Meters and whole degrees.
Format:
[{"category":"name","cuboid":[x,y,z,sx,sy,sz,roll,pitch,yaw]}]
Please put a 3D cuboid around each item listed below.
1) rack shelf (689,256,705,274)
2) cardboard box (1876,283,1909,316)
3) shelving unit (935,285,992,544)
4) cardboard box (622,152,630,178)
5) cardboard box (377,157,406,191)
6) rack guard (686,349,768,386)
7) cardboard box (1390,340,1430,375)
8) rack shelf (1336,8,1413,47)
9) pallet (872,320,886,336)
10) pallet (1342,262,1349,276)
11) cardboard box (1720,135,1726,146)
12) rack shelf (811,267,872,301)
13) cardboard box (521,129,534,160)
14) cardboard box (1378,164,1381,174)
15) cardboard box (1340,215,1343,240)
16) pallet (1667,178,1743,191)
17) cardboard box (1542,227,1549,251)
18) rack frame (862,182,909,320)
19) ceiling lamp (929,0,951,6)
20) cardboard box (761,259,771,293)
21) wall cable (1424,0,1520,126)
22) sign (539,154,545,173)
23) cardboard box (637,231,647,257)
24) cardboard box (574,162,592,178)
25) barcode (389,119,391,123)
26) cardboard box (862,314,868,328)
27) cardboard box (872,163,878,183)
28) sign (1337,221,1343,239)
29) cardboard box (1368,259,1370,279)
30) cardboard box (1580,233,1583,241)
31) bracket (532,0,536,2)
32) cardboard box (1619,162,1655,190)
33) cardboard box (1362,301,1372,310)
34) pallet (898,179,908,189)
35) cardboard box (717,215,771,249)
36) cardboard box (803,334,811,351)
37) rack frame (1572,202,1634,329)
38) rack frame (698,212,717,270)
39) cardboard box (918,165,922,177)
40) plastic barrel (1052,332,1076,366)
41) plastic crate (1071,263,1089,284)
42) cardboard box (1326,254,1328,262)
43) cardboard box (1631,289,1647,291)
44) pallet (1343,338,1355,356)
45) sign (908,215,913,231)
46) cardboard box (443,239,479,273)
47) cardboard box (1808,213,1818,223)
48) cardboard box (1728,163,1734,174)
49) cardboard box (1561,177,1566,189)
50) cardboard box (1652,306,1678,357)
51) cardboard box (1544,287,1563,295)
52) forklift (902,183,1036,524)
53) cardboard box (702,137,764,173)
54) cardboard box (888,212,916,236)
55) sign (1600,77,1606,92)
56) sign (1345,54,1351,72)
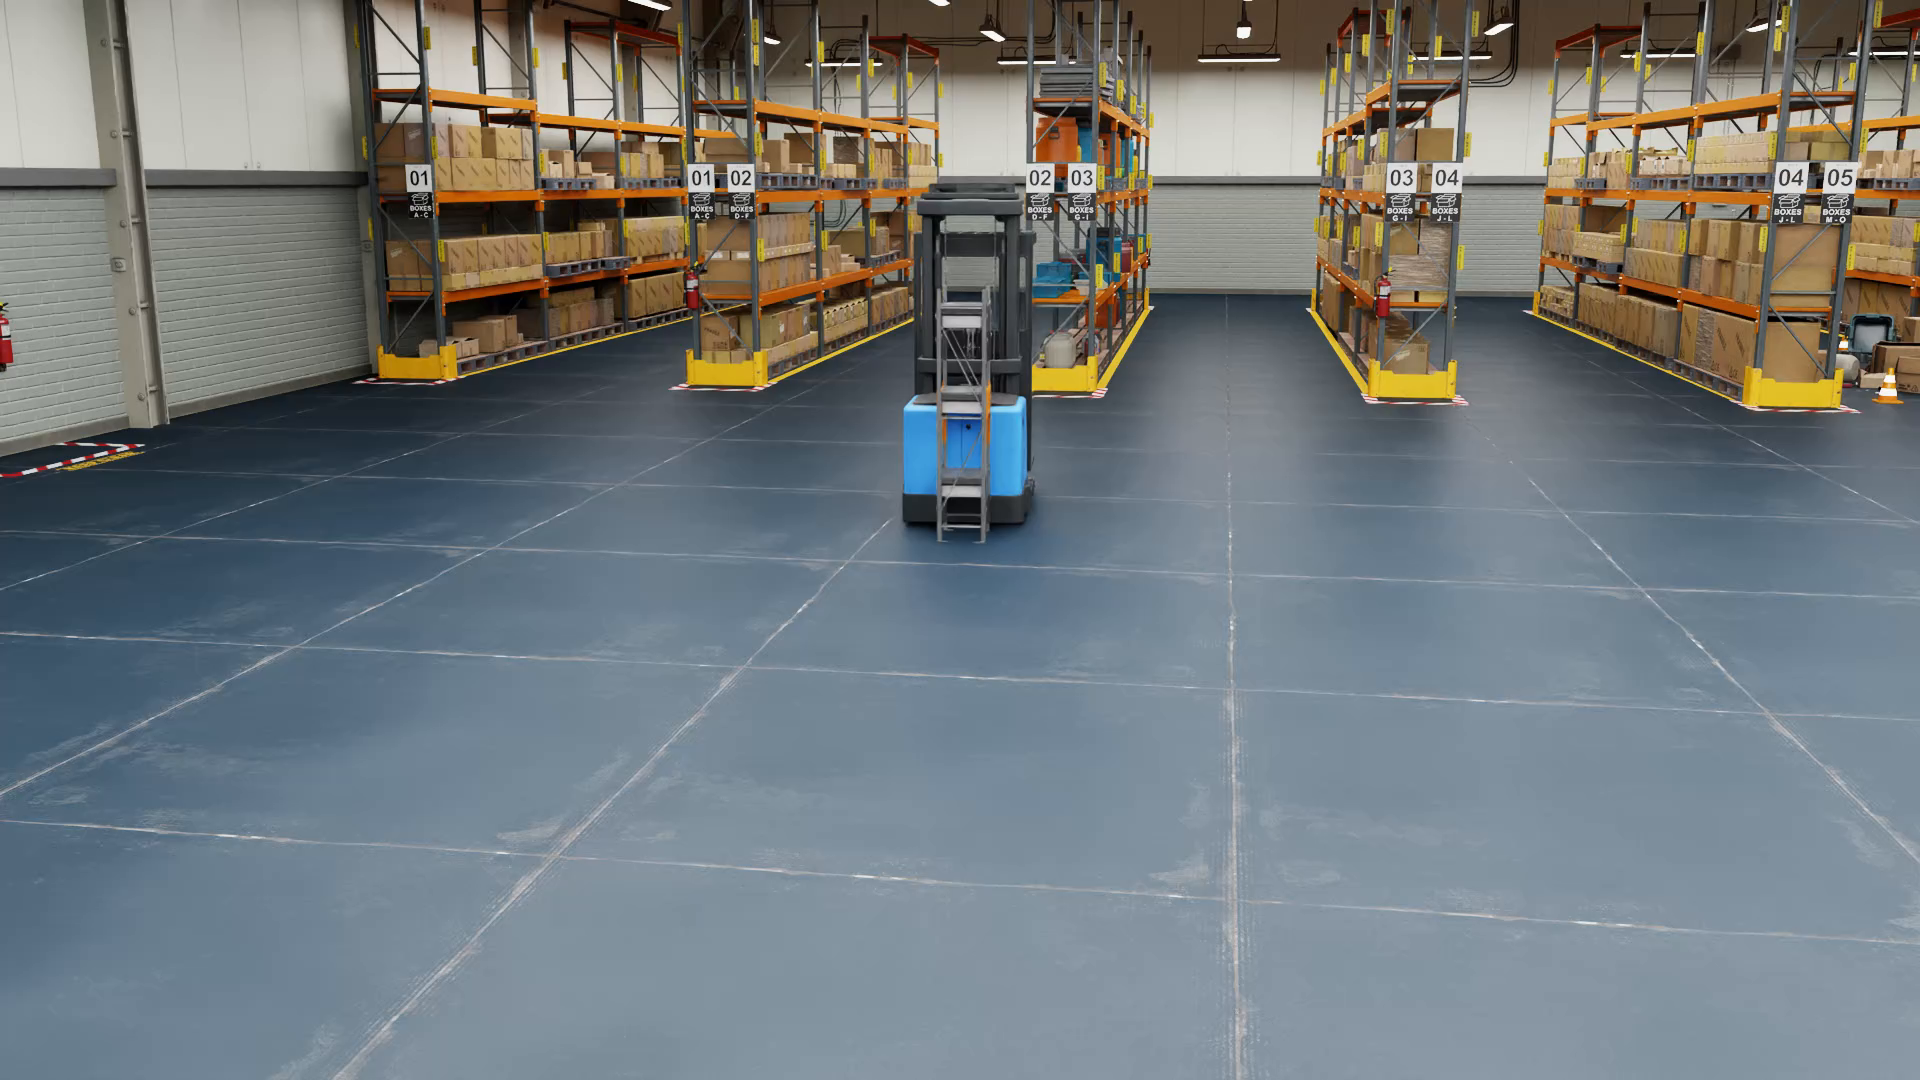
[{"category":"rack shelf","cuboid":[-6.203,-6.518,38.825,1.077,0.370,4.000,2,12,9]},{"category":"cardboard box","cuboid":[17.679,-4.311,30.925,0.875,0.875,0.875,2,12,9]},{"category":"shelving unit","cuboid":[0.033,-1.051,13.884,0.431,2.100,0.503,1,12,5]},{"category":"cardboard box","cuboid":[-7.078,-7.566,33.578,0.700,0.500,0.500,1,12,6]},{"category":"cardboard box","cuboid":[-8.542,-5.575,25.339,0.500,0.500,0.500,3,12,13]},{"category":"rack guard","cuboid":[-3.464,-2.569,24.725,1.175,0.500,0.348,2,12,9]},{"category":"cardboard box","cuboid":[6.440,-2.587,23.812,0.500,0.500,0.500,4,13,19]},{"category":"rack shelf","cuboid":[7.865,-9.761,31.745,1.077,0.370,4.000,2,12,9]},{"category":"pallet","cuboid":[-2.078,-4.252,33.222,1.003,0.211,1.213,2,12,9]},{"category":"pallet","cuboid":[7.553,-4.894,30.036,1.213,0.211,1.003,2,12,9]},{"category":"cardboard box","cuboid":[11.242,-5.782,24.054,0.380,0.149,0.250,2,12,9]},{"category":"rack shelf","cuboid":[-2.538,-4.693,30.357,1.077,0.370,4.000,2,12,9]},{"category":"cardboard box","cuboid":[-7.550,-6.689,28.131,0.500,0.500,0.500,1,12,4]},{"category":"cardboard box","cuboid":[6.166,-5.294,23.726,0.380,0.149,0.250,2,12,9]},{"category":"cardboard box","cuboid":[7.966,-6.235,33.188,0.797,0.503,0.637,2,12,9]},{"category":"pallet","cuboid":[11.920,-5.690,26.610,0.805,0.209,1.217,1,12,6]},{"category":"cardboard box","cuboid":[13.332,-6.732,37.170,0.500,0.500,0.500,2,12,11]},{"category":"rack frame","cuboid":[-1.615,-6.294,36.076,1.000,3.000,0.127,2,12,9]},{"category":"ceiling lamp","cuboid":[-0.197,-10.298,26.562,0.800,3.185,2.000,2,12,9]},{"category":"cardboard box","cuboid":[-3.300,-4.051,25.432,0.700,0.500,0.500,2,12,10]},{"category":"wall cable","cuboid":[13.063,-12.375,42.420,2.277,5.999,0.120,2,12,9]},{"category":"sign","cuboid":[-7.203,-6.491,28.646,0.100,0.325,0.005,2,12,9]},{"category":"cardboard box","cuboid":[-6.708,-6.026,33.845,0.500,0.500,0.500,2,12,11]},{"category":"cardboard box","cuboid":[-7.416,-6.880,31.387,0.797,0.503,0.637,4,13,17]},{"category":"barcode","cuboid":[-8.741,-6.417,25.492,0.001,0.075,0.075,2,12,9]},{"category":"cardboard box","cuboid":[-2.070,-4.205,31.913,0.500,0.250,0.500,2,12,10]},{"category":"cardboard box","cuboid":[-2.118,-7.174,32.805,0.910,0.500,0.500,2,12,9]},{"category":"sign","cuboid":[7.009,-5.722,30.678,0.100,0.325,0.005,2,12,9]},{"category":"cardboard box","cuboid":[6.723,-4.199,25.413,0.875,0.500,0.500,2,12,9]},{"category":"cardboard box","cuboid":[12.464,-5.985,32.831,0.380,0.149,0.250,2,12,9]},{"category":"bracket","cuboid":[-7.893,-9.972,30.363,0.235,0.232,0.430,2,12,9]},{"category":"cardboard box","cuboid":[12.280,-6.600,30.140,0.500,0.500,0.500,2,12,9]},{"category":"cardboard box","cuboid":[7.413,-4.248,29.692,0.500,0.250,0.500,3,13,15]},{"category":"pallet","cuboid":[-1.785,-7.535,35.161,1.213,0.211,1.003,2,12,9]},{"category":"cardboard box","cuboid":[-3.292,-4.696,25.347,0.700,0.500,0.500,2,12,7]},{"category":"cardboard box","cuboid":[-2.787,-3.282,27.632,0.500,0.250,0.500,2,12,9]},{"category":"rack frame","cuboid":[13.058,-5.790,33.740,1.000,3.000,0.127,2,12,9]},{"category":"rack frame","cuboid":[-5.895,-7.286,40.681,1.000,3.000,0.127,2,12,9]},{"category":"cardboard box","cuboid":[-1.131,-8.232,37.120,0.500,0.250,0.500,2,12,9]},{"category":"plastic barrel","cuboid":[1.536,-2.867,25.086,0.421,0.512,0.421,0,12,0]},{"category":"plastic crate","cuboid":[1.842,-4.332,27.121,0.767,0.338,0.504,2,12,9]},{"category":"cardboard box","cuboid":[7.896,-5.923,34.954,0.380,0.149,0.250,2,12,9]},{"category":"cardboard box","cuboid":[12.866,-4.549,31.136,0.500,0.250,0.500,2,12,8]},{"category":"pallet","cuboid":[7.246,-3.360,29.084,1.003,0.211,1.213,2,12,9]},{"category":"sign","cuboid":[-1.066,-6.842,35.874,0.100,0.325,0.005,2,12,9]},{"category":"cardboard box","cuboid":[-7.900,-4.451,26.053,0.500,0.500,0.500,2,12,9]},{"category":"cardboard box","cuboid":[17.920,-6.507,34.457,0.500,0.500,0.500,2,12,9]},{"category":"cardboard box","cuboid":[11.164,-5.287,23.650,0.380,0.149,0.250,2,12,9]},{"category":"cardboard box","cuboid":[13.110,-7.606,35.404,0.500,0.250,0.500,2,12,8]},{"category":"cardboard box","cuboid":[11.835,-3.362,26.819,1.050,0.750,0.750,2,12,8]},{"category":"cardboard box","cuboid":[13.168,-5.518,36.834,0.380,0.149,0.250,2,12,8]},{"category":"forklift","cuboid":[0.143,-1.831,15.534,1.130,2.935,3.031,1,12,5]},{"category":"cardboard box","cuboid":[-3.368,-5.706,24.654,0.797,0.503,0.637,3,12,13]},{"category":"cardboard box","cuboid":[-1.264,-6.920,36.373,0.500,0.500,0.500,2,12,10]},{"category":"sign","cuboid":[14.219,-10.067,36.754,0.100,0.325,0.005,2,12,9]},{"category":"sign","cuboid":[7.009,-8.623,30.053,0.100,0.325,0.005,2,12,9]}]
